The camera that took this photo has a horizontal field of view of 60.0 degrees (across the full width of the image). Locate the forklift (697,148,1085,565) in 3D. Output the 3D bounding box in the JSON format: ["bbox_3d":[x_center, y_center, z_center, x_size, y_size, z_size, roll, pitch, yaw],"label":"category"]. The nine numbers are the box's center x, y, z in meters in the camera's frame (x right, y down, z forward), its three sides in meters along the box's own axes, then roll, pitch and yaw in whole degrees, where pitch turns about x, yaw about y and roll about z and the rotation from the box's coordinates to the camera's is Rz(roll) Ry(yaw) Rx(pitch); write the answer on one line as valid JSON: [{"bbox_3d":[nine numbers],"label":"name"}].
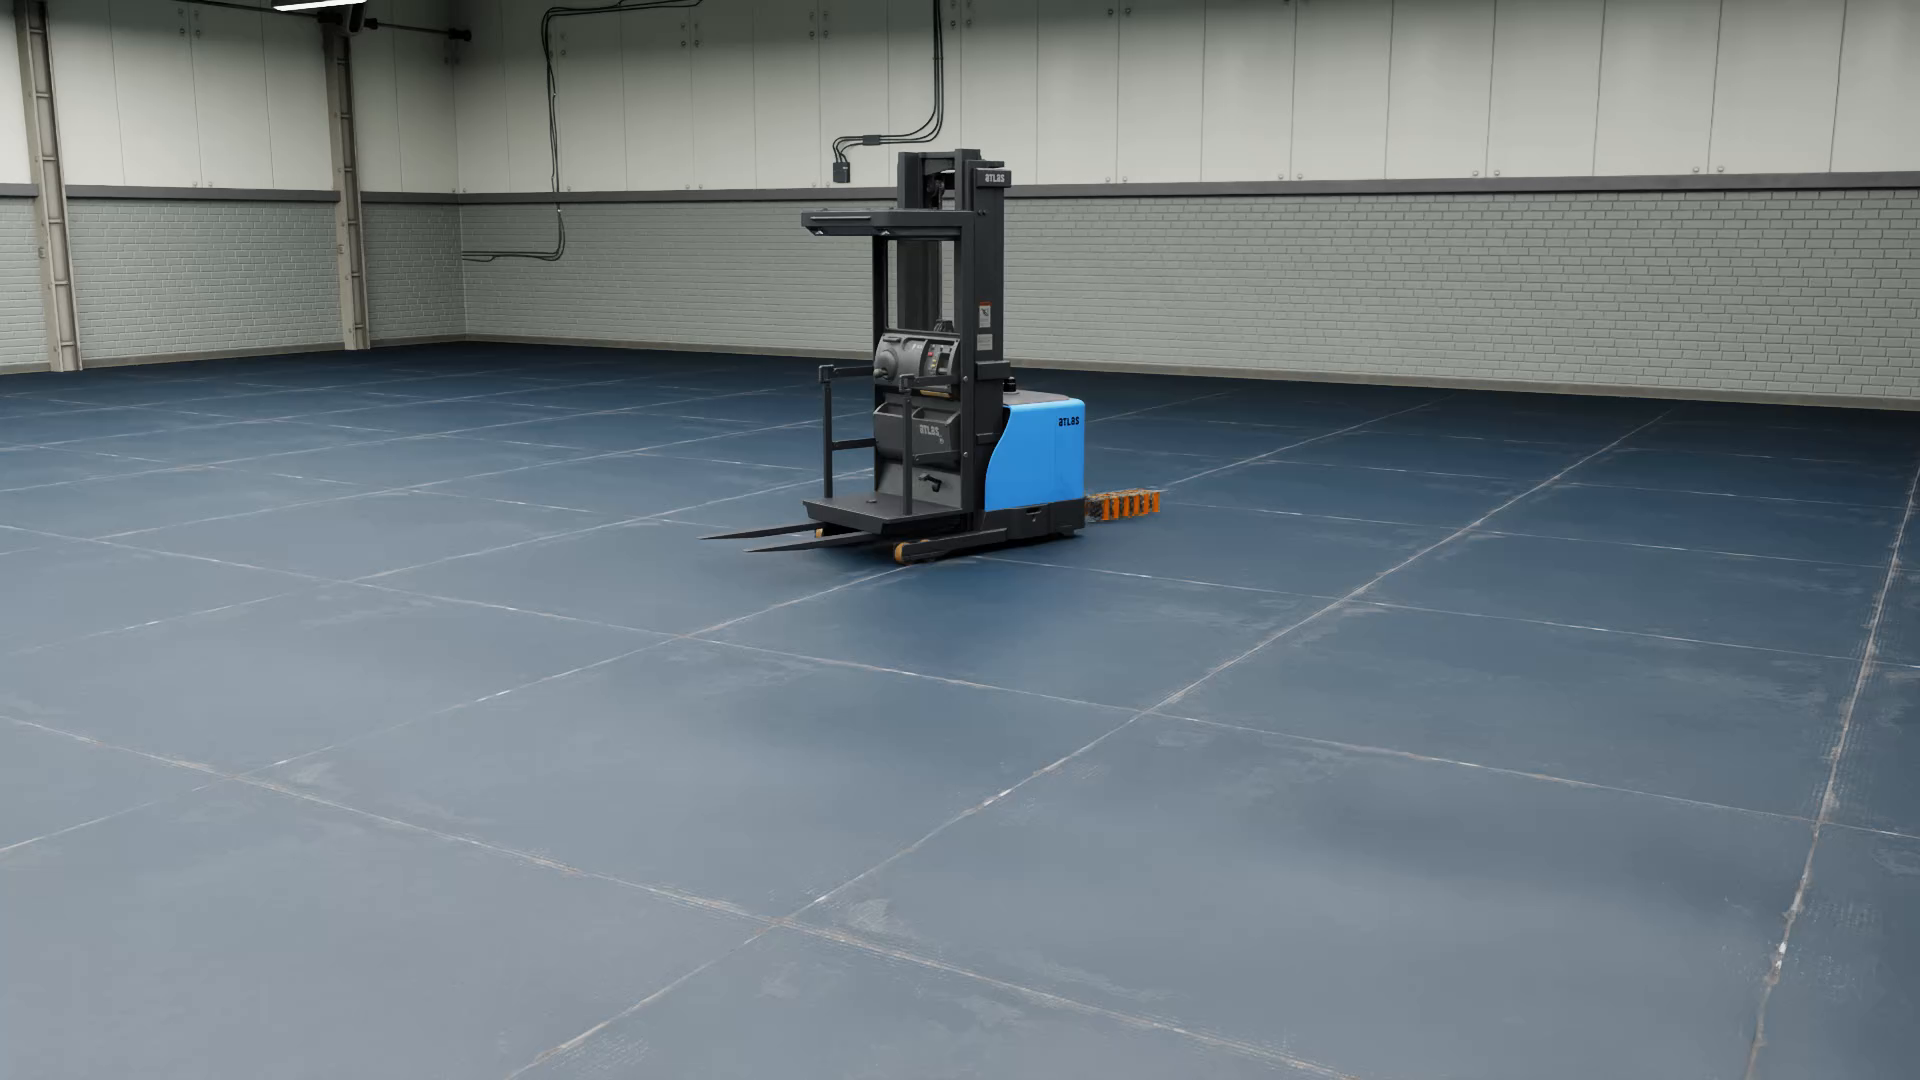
[{"bbox_3d":[-0.482,-1.368,12.211,3.031,2.935,1.130,-9,14,-39],"label":"forklift"}]

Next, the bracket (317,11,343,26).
[{"bbox_3d":[-11.979,-9.917,31.607,0.235,0.232,0.430,6,12,31],"label":"bracket"}]

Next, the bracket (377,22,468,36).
[{"bbox_3d":[-10.625,-10.328,33.799,0.076,0.066,3.189,6,12,31],"label":"bracket"}]

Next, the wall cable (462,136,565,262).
[{"bbox_3d":[-9.408,-7.058,34.553,3.097,2.526,0.112,6,12,31],"label":"wall cable"}]

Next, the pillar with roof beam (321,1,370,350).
[{"bbox_3d":[-8.388,-7.836,30.271,9.100,9.000,0.548,6,12,31],"label":"pillar with roof beam"}]

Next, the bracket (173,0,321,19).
[{"bbox_3d":[-13.317,-9.512,29.442,0.076,0.066,4.783,6,12,31],"label":"bracket"}]

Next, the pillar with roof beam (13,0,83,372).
[{"bbox_3d":[-11.503,-6.892,25.230,9.100,9.000,0.548,6,12,31],"label":"pillar with roof beam"}]

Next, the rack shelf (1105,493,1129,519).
[{"bbox_3d":[1.295,-0.289,13.911,0.103,0.180,0.258,-8,13,-40],"label":"rack shelf"}]

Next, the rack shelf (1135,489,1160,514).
[{"bbox_3d":[1.569,-0.328,14.141,0.103,0.180,0.258,-8,13,-40],"label":"rack shelf"}]

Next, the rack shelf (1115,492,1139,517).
[{"bbox_3d":[1.387,-0.302,13.987,0.103,0.180,0.258,-8,13,-40],"label":"rack shelf"}]

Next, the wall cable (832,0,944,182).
[{"bbox_3d":[-1.302,-9.346,29.097,2.305,6.003,0.169,6,12,31],"label":"wall cable"}]

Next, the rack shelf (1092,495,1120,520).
[{"bbox_3d":[1.204,-0.276,13.834,0.103,0.180,0.258,-8,13,-40],"label":"rack shelf"}]

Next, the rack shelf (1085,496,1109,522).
[{"bbox_3d":[1.113,-0.263,13.757,0.103,0.180,0.258,-8,13,-40],"label":"rack shelf"}]

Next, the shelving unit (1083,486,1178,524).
[{"bbox_3d":[1.329,-0.294,13.939,1.200,0.189,0.258,-8,13,-40],"label":"shelving unit"}]

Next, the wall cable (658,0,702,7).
[{"bbox_3d":[-4.450,-11.222,30.710,3.097,2.526,0.112,6,12,31],"label":"wall cable"}]

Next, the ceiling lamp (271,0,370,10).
[{"bbox_3d":[-10.014,-10.055,26.261,2.000,3.185,0.800,6,12,31],"label":"ceiling lamp"}]

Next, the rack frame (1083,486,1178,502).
[{"bbox_3d":[1.330,-0.384,13.923,1.200,0.006,0.240,-8,13,-40],"label":"rack frame"}]

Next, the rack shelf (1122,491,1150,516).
[{"bbox_3d":[1.478,-0.315,14.064,0.103,0.180,0.258,-8,13,-40],"label":"rack shelf"}]

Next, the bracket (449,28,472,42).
[{"bbox_3d":[-10.318,-10.421,34.295,0.235,0.232,0.430,6,12,31],"label":"bracket"}]

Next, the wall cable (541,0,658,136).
[{"bbox_3d":[-7.095,-9.282,32.708,3.097,2.526,0.112,6,12,31],"label":"wall cable"}]

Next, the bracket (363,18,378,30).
[{"bbox_3d":[-11.548,-10.048,32.304,0.235,0.232,0.430,6,12,31],"label":"bracket"}]

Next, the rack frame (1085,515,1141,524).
[{"bbox_3d":[1.328,-0.204,13.955,1.200,0.006,0.240,-8,13,-40],"label":"rack frame"}]
